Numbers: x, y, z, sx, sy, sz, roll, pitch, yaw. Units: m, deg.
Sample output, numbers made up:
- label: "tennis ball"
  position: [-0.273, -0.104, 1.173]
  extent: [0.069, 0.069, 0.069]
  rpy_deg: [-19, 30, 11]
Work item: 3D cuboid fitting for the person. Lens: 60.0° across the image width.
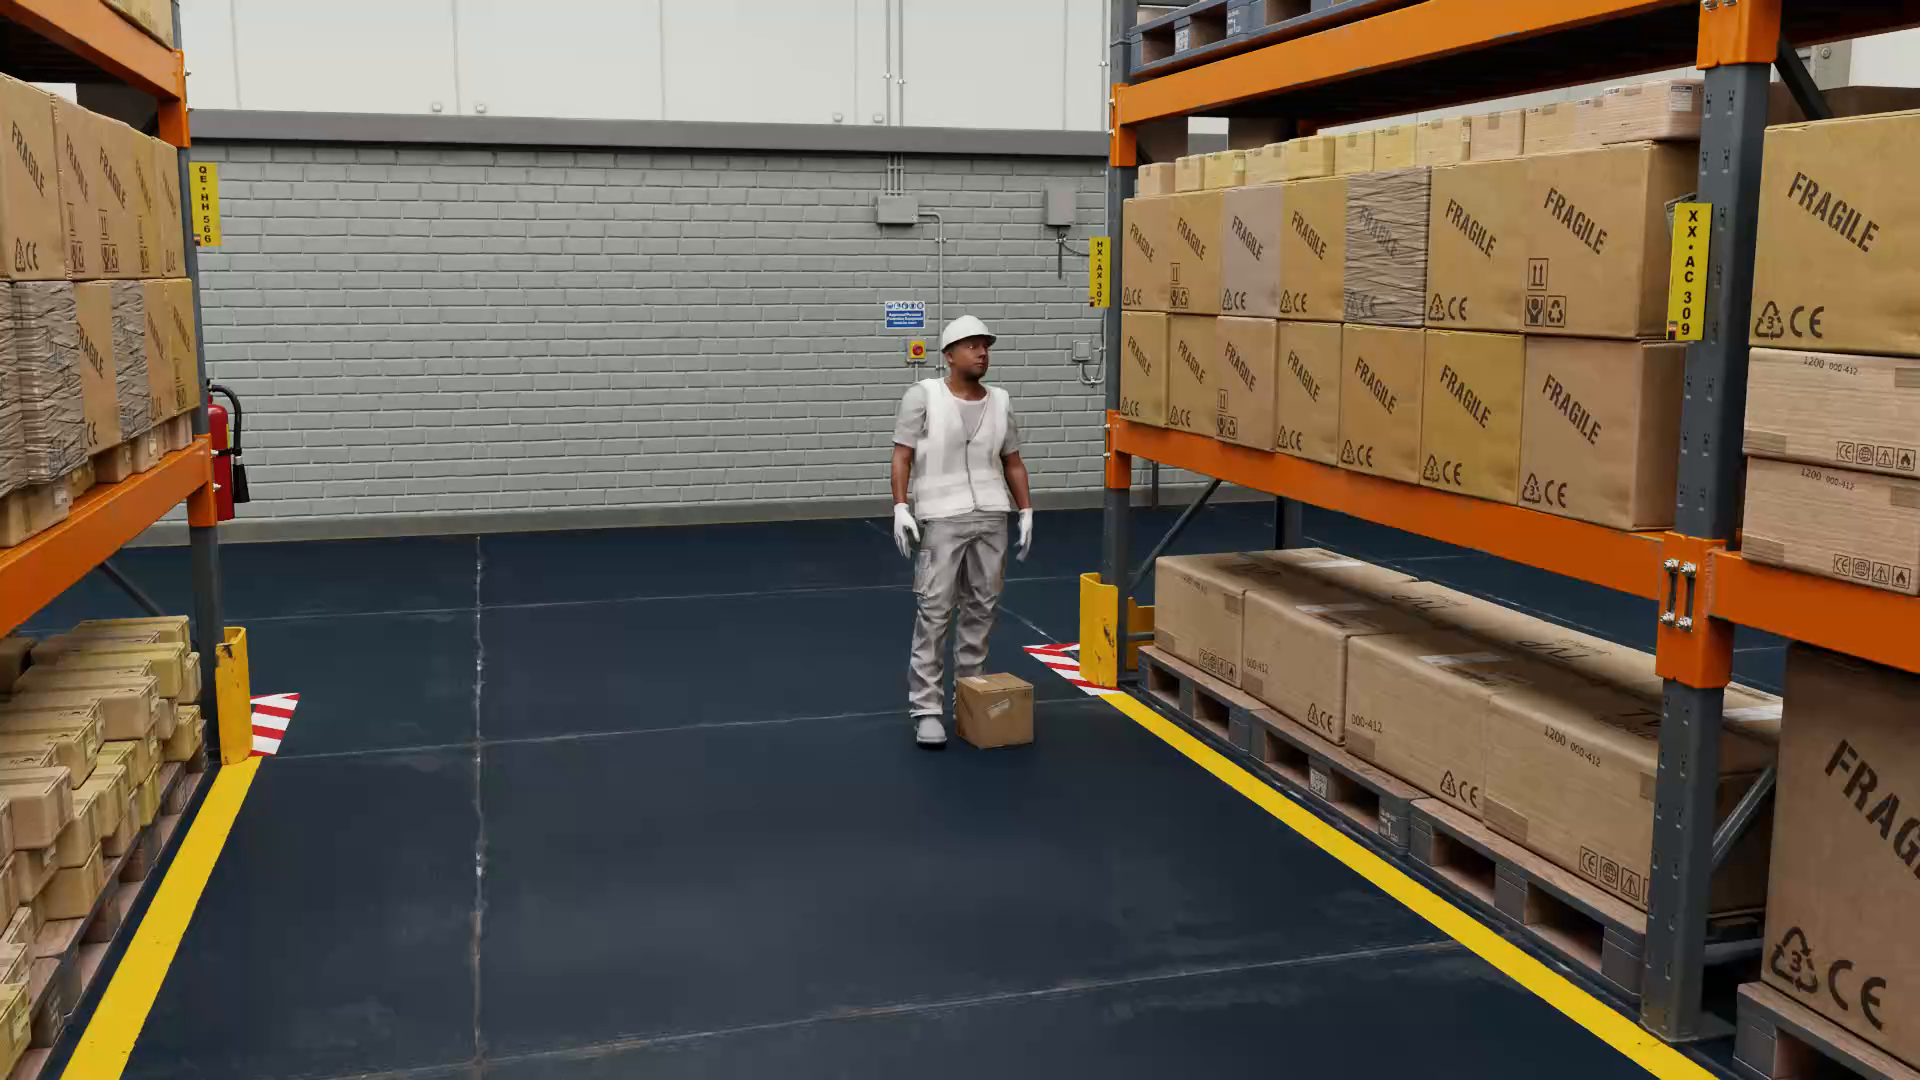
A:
- label: "person"
  position: [0.037, -0.064, 7.151]
  extent: [0.656, 1.782, 0.577]
  rpy_deg: [-4, 10, -23]
